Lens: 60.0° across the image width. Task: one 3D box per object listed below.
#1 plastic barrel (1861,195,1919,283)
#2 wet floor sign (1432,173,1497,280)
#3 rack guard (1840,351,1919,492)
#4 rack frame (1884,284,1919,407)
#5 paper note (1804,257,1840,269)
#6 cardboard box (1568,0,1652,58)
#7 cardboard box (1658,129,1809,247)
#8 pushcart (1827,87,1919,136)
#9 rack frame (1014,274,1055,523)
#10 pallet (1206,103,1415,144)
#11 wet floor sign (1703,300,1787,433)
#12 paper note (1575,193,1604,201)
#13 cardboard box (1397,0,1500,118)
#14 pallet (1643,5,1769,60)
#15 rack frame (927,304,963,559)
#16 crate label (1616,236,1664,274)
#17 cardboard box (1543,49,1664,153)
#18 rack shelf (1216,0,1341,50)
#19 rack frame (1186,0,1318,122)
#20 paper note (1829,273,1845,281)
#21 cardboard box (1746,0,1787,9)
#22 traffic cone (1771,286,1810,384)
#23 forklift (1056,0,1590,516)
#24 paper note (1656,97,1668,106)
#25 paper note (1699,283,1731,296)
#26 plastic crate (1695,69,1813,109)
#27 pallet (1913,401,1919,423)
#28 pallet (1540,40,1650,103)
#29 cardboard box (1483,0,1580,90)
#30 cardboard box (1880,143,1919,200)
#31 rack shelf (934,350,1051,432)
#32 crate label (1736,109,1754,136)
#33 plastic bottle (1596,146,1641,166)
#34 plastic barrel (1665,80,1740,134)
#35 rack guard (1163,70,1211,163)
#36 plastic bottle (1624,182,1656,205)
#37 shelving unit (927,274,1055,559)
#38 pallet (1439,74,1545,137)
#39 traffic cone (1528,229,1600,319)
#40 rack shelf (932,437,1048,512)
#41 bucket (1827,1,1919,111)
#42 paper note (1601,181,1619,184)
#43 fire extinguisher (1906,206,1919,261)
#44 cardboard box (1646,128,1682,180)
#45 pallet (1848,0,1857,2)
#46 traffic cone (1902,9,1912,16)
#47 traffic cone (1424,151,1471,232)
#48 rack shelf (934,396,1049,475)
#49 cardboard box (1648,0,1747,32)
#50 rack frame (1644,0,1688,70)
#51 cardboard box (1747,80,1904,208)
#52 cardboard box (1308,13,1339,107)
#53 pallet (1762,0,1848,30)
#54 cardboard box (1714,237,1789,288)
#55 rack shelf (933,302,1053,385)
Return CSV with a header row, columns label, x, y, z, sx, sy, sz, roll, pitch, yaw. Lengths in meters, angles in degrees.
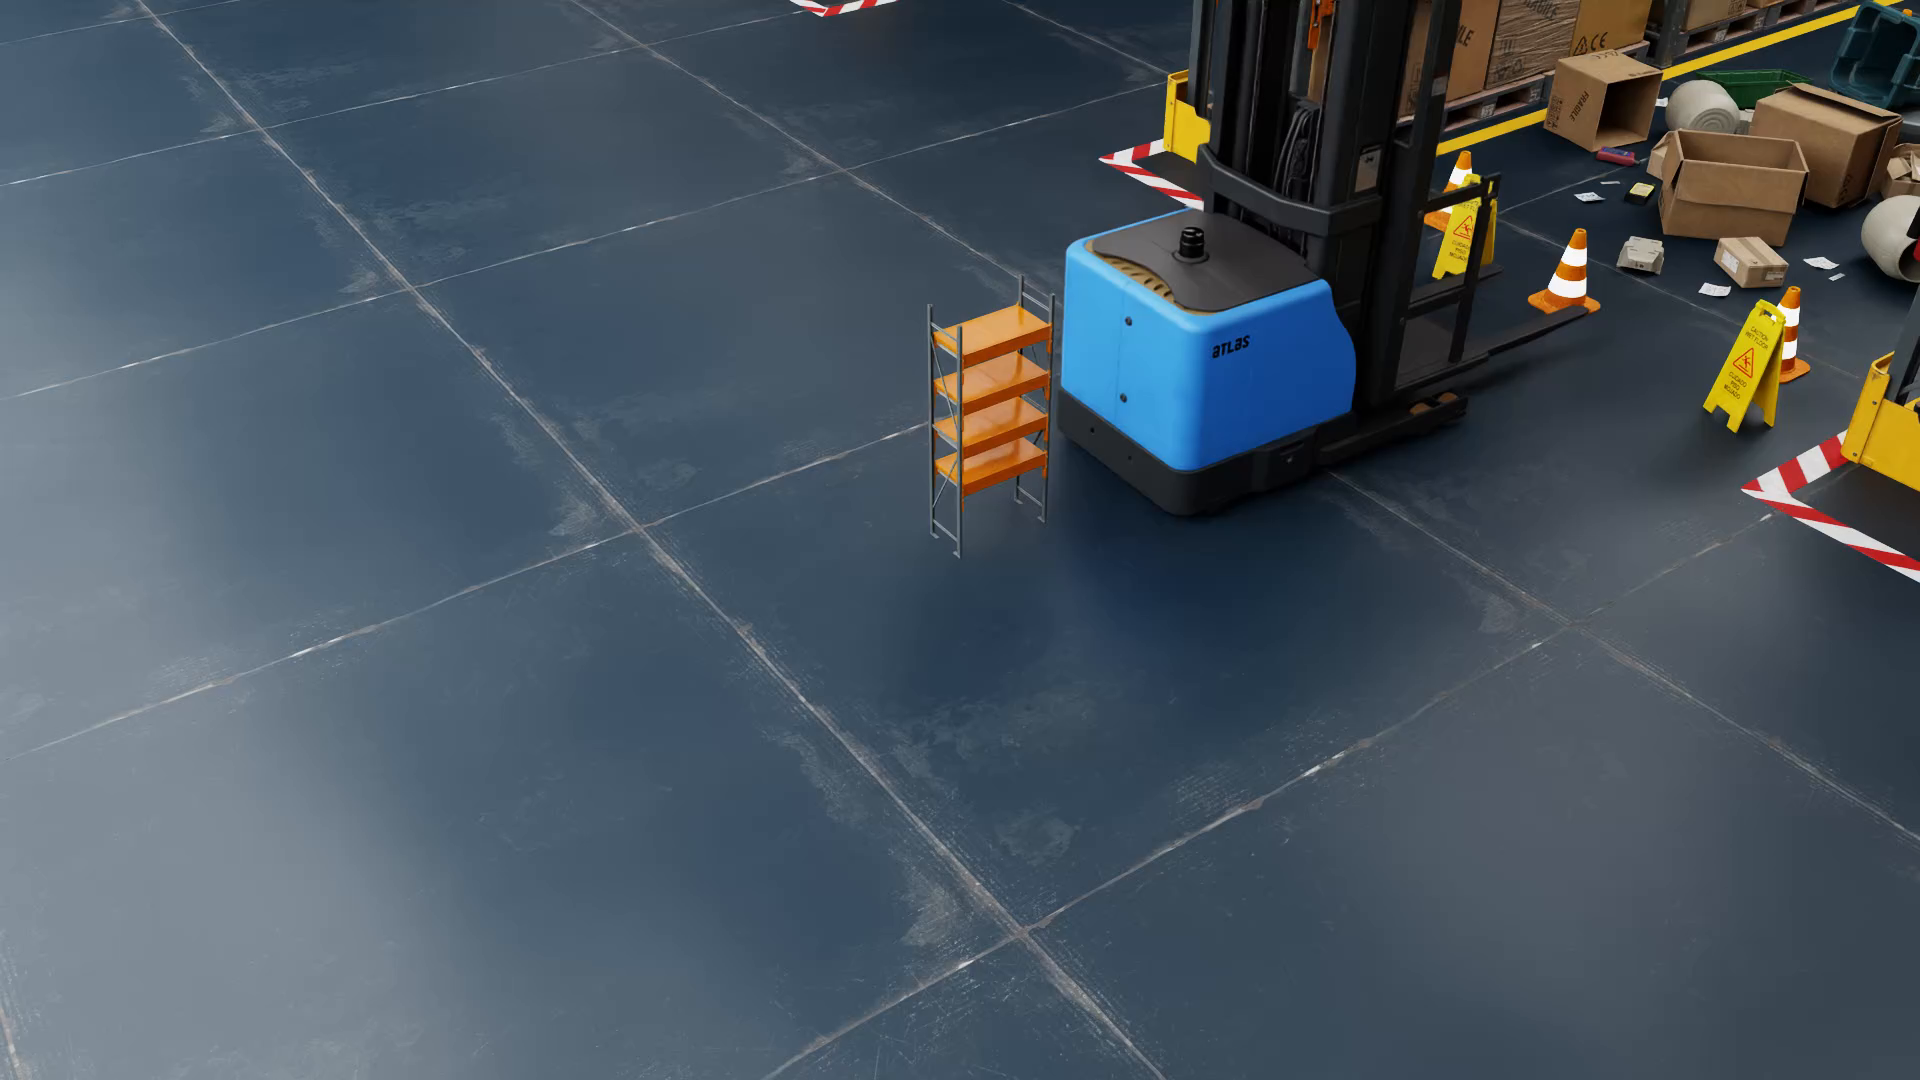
label,x,y,z,sx,sy,sz,roll,pitch,yaw
plastic barrel,5.630,-1.782,9.865,0.421,0.421,0.512,3,36,4
wet floor sign,2.996,-1.829,9.740,0.267,0.644,0.232,30,45,35
rack guard,4.875,-0.421,7.908,0.348,0.500,1.175,-22,41,-28
rack frame,4.813,-1.411,7.142,0.127,3.000,1.000,-22,41,-28
paper note,5.220,-1.683,10.073,0.142,0.019,0.148,-9,37,-12
cardboard box,4.594,-4.214,12.501,0.875,0.875,0.875,-22,41,-27
cardboard box,4.791,-2.196,10.373,0.797,0.503,0.637,9,37,12
pushcart,6.729,-2.763,11.268,1.648,0.377,0.936,22,41,28
rack frame,0.335,-0.625,7.591,0.015,1.200,0.240,-22,41,-28
pallet,2.488,-2.913,11.620,1.213,0.211,1.003,-22,41,-28
wet floor sign,4.042,-0.902,8.451,0.232,0.644,0.267,-9,37,-12
paper note,4.105,-2.236,10.835,0.142,0.017,0.144,-9,37,-12
cardboard box,3.113,-3.604,11.652,0.875,0.875,0.875,-23,42,-29
pallet,5.736,-4.248,13.476,1.213,0.211,1.003,-22,41,-28
rack frame,-0.064,-0.461,7.363,0.015,1.200,0.240,-22,41,-28
crate label,4.111,-1.718,10.022,0.250,0.136,0.298,15,38,20
cardboard box,4.471,-3.059,11.573,0.500,0.500,0.500,-15,38,-20
rack shelf,3.514,-4.120,11.525,4.000,0.370,1.077,-22,41,-28
rack frame,1.879,-3.739,10.380,0.127,3.000,1.000,-22,41,-28
paper note,5.235,-1.571,9.925,0.123,0.001,0.032,-22,41,-28
cardboard box,6.395,-4.916,13.584,0.750,0.750,1.050,-22,41,-28
traffic cone,4.422,-1.141,8.940,0.334,0.463,0.336,-22,41,-28
forklift,2.005,-1.958,7.962,3.031,2.935,1.130,-21,41,-26
paper note,5.121,-3.221,12.202,0.147,0.020,0.142,9,37,12
paper note,4.439,-1.473,9.772,0.148,0.019,0.142,22,41,28
plastic crate,5.761,-3.283,12.104,0.662,0.188,0.450,-3,26,-4
pallet,5.560,-0.561,8.349,1.213,0.211,1.003,-22,41,-28
pallet,4.482,-3.734,12.761,1.213,0.211,1.003,-22,41,-28
cardboard box,3.860,-3.909,12.077,0.875,0.875,0.875,-22,41,-28
cardboard box,6.181,-2.397,10.855,0.258,0.266,0.396,9,37,12
rack shelf,0.135,-0.670,7.386,0.480,0.148,0.258,-22,41,-28
crate label,5.525,-2.933,11.711,0.298,0.136,0.250,9,37,12
plastic bottle,4.497,-2.607,11.322,0.283,0.061,0.133,22,41,28
plastic barrel,5.105,-2.925,11.454,0.421,0.421,0.512,3,36,4
rack guard,1.860,-2.716,11.099,0.348,0.500,1.175,-22,41,-28
plastic bottle,4.451,-2.275,10.860,0.133,0.061,0.283,22,41,28
shelving unit,0.135,-0.543,7.477,0.503,1.200,0.258,-22,41,-28
pallet,3.484,-3.321,12.187,1.213,0.211,1.003,-22,41,-28
traffic cone,3.504,-1.557,9.518,0.334,0.463,0.336,-22,41,-28
rack shelf,0.135,-0.327,7.632,0.480,0.148,0.258,-22,41,-28
bucket,6.366,-3.227,11.169,0.620,0.611,0.726,-1,34,-18
paper note,4.317,-2.372,11.039,0.123,0.001,0.032,-3,36,-4
fire extinguisher,4.454,-1.561,7.417,0.183,0.674,0.296,-22,41,-28
cardboard box,4.805,-2.518,11.023,0.258,0.266,0.396,-15,38,-20
pallet,7.730,-5.069,14.617,1.213,0.211,1.003,-22,41,-28
traffic cone,7.115,-3.785,12.617,0.334,0.463,0.336,-22,41,-28
traffic cone,3.131,-2.210,10.427,0.334,0.463,0.336,-22,41,-28
rack shelf,0.135,-0.488,7.516,0.480,0.148,0.258,-22,41,-28
cardboard box,5.604,-4.594,13.135,0.750,0.750,1.050,-23,41,-28
rack frame,5.149,-5.085,12.251,0.127,3.000,1.000,-22,41,-28
cardboard box,5.550,-2.570,10.776,0.503,0.637,0.797,-22,41,-28
cardboard box,2.395,-3.307,11.239,0.875,0.875,0.875,-22,41,-28
pallet,6.734,-4.661,14.050,1.213,0.211,1.003,-22,41,-28
cardboard box,4.720,-1.658,9.928,0.250,0.149,0.380,-3,36,-4
rack shelf,0.135,-0.862,7.248,0.480,0.148,0.258,-22,41,-28
